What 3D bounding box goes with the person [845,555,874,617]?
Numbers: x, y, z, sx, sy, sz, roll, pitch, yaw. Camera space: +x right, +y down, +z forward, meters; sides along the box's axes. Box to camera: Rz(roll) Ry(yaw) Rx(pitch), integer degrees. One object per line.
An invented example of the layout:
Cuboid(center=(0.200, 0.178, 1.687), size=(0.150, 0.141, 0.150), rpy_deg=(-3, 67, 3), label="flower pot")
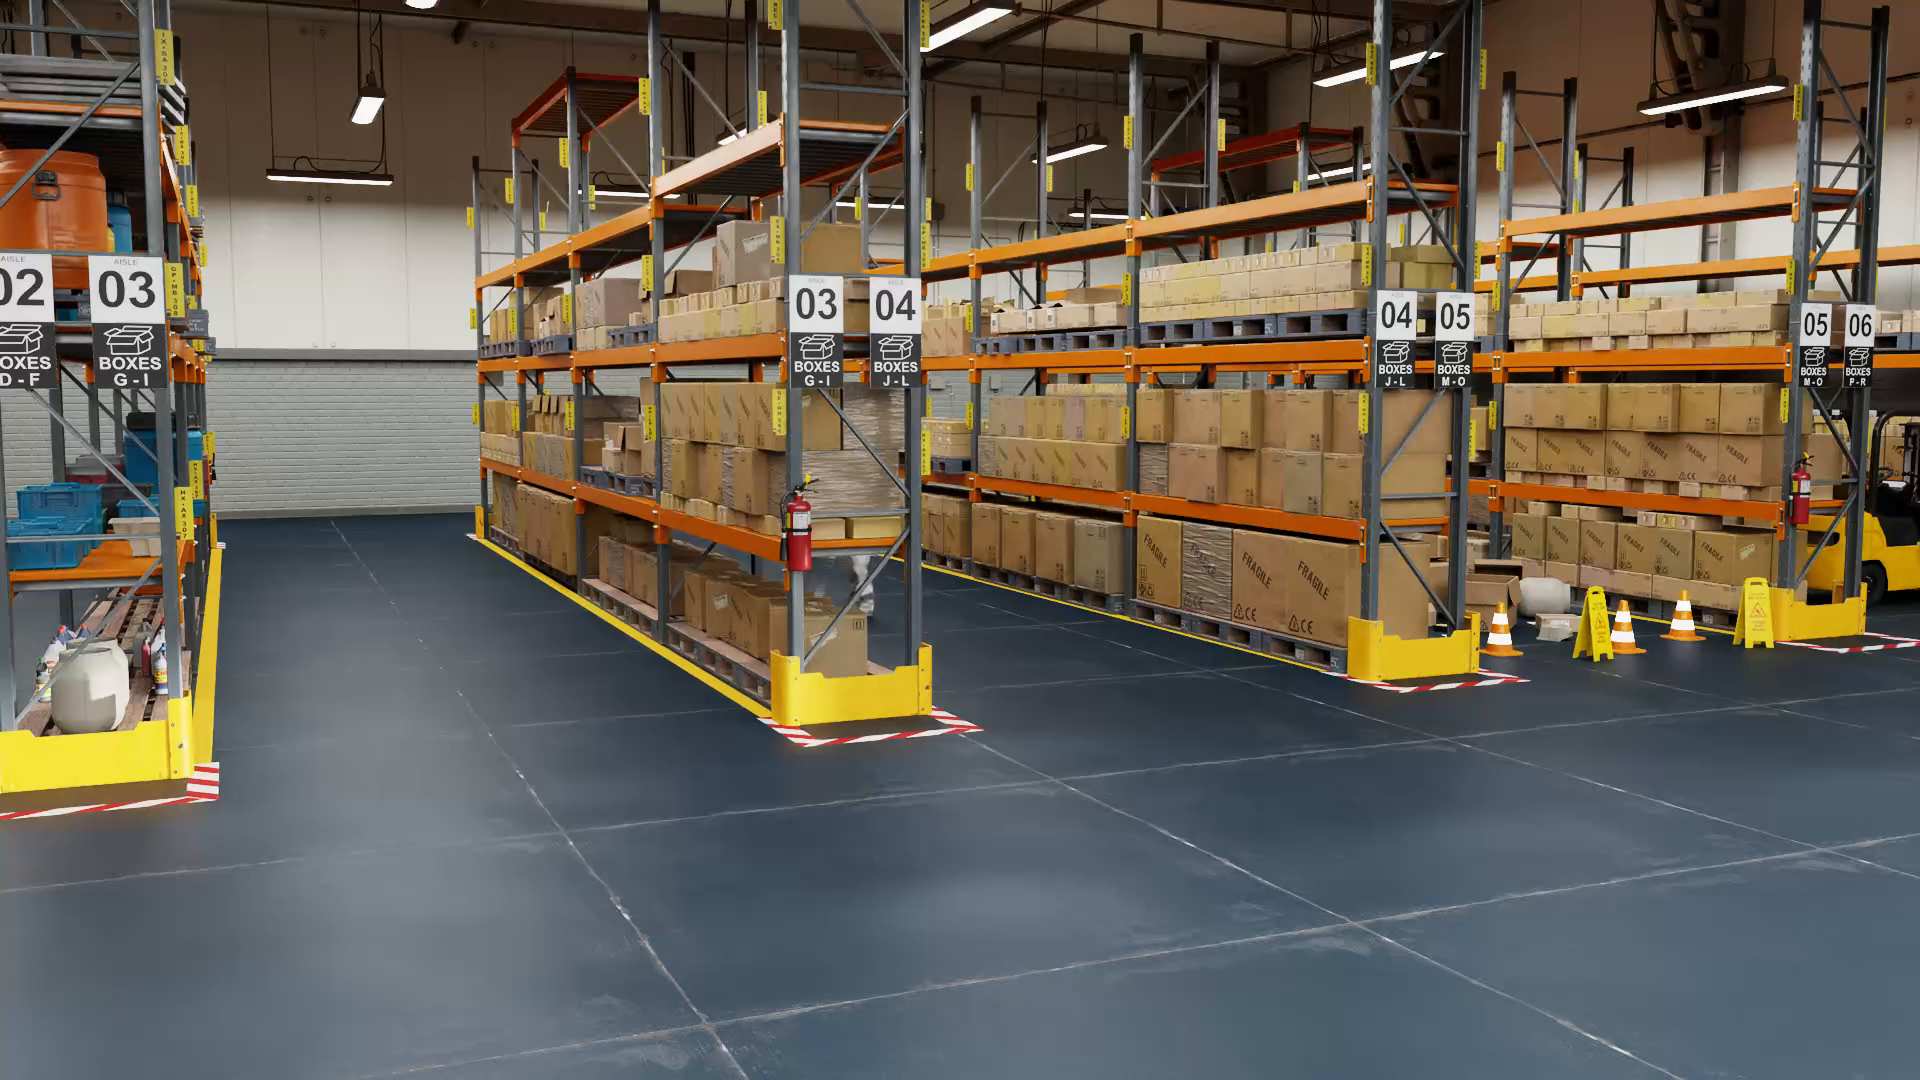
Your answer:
Cuboid(center=(-1.151, -0.081, 17.453), size=(0.560, 1.784, 0.495), rpy_deg=(-2, 6, -25), label="person")
